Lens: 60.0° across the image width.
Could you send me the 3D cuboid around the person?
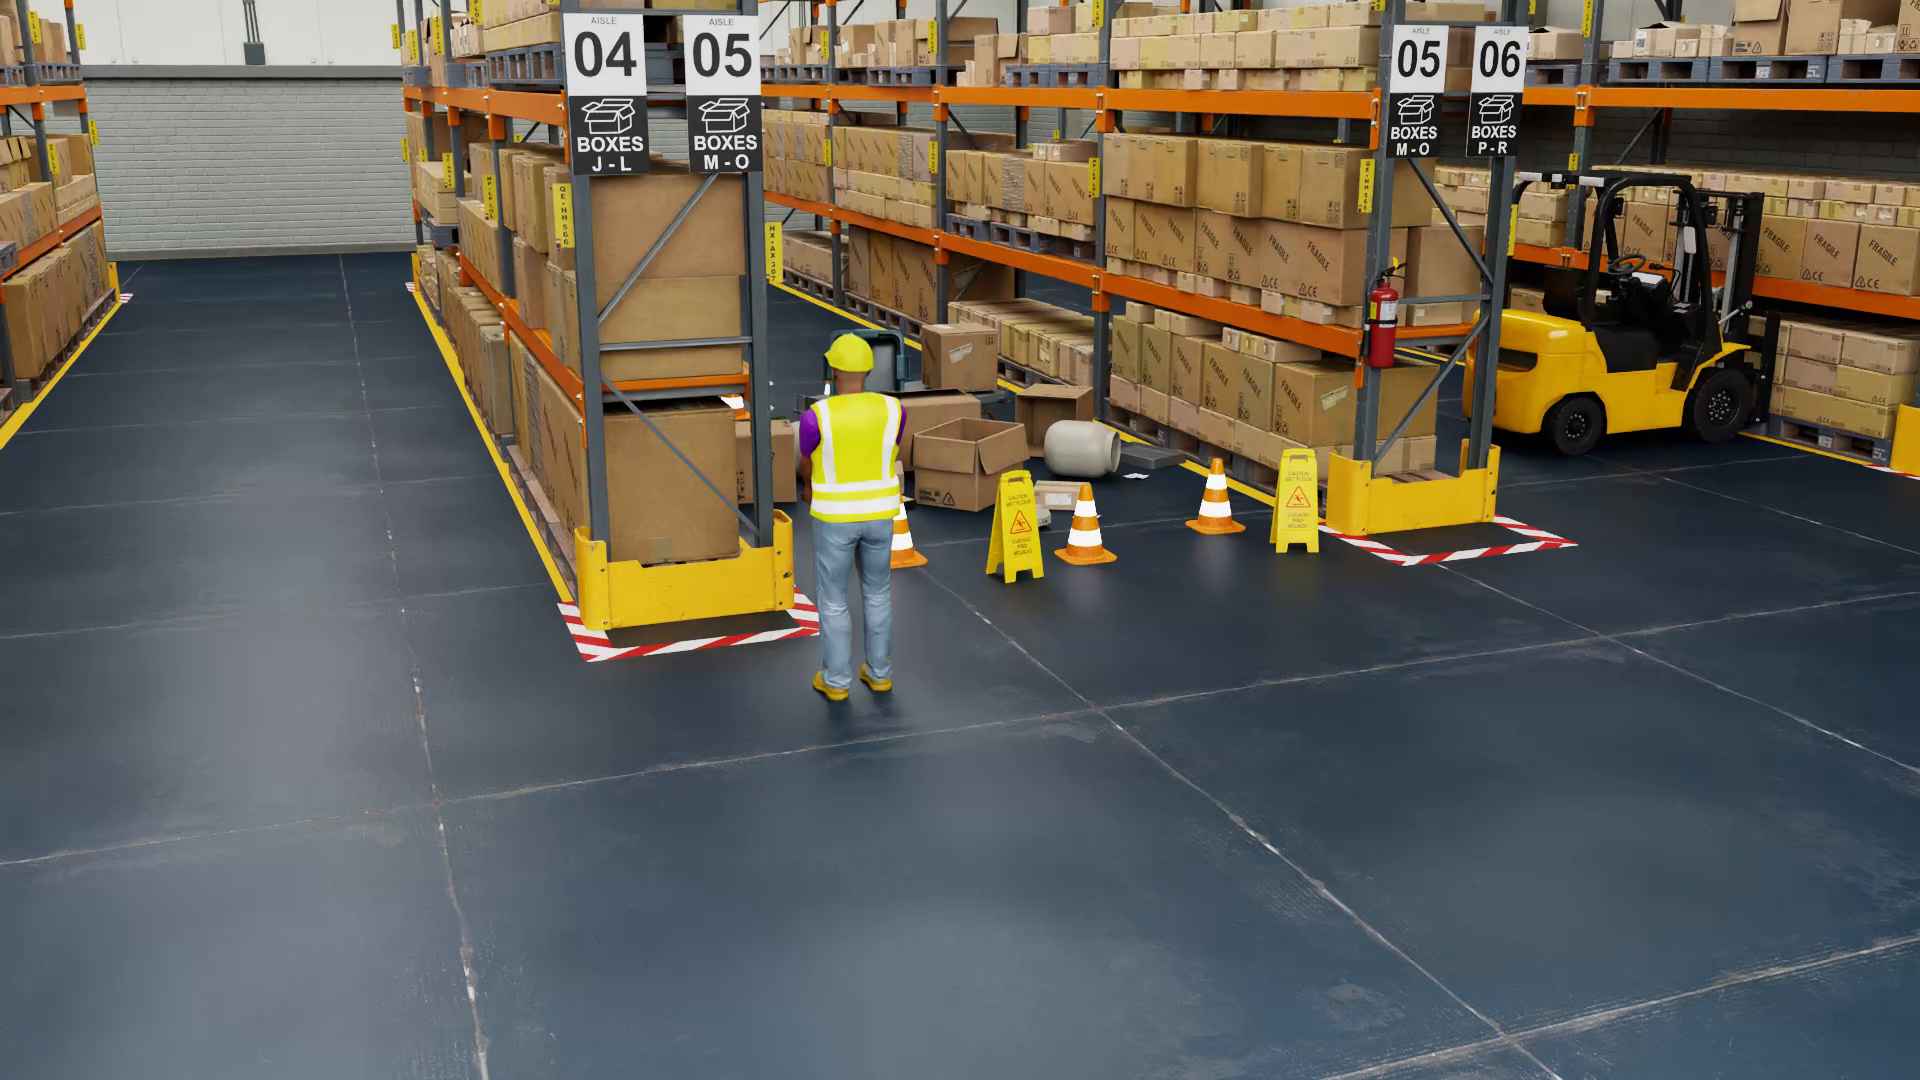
[{"bbox_3d":[-0.530,-0.115,7.905,0.636,1.761,0.454,-7,17,-23],"label":"person"}]
